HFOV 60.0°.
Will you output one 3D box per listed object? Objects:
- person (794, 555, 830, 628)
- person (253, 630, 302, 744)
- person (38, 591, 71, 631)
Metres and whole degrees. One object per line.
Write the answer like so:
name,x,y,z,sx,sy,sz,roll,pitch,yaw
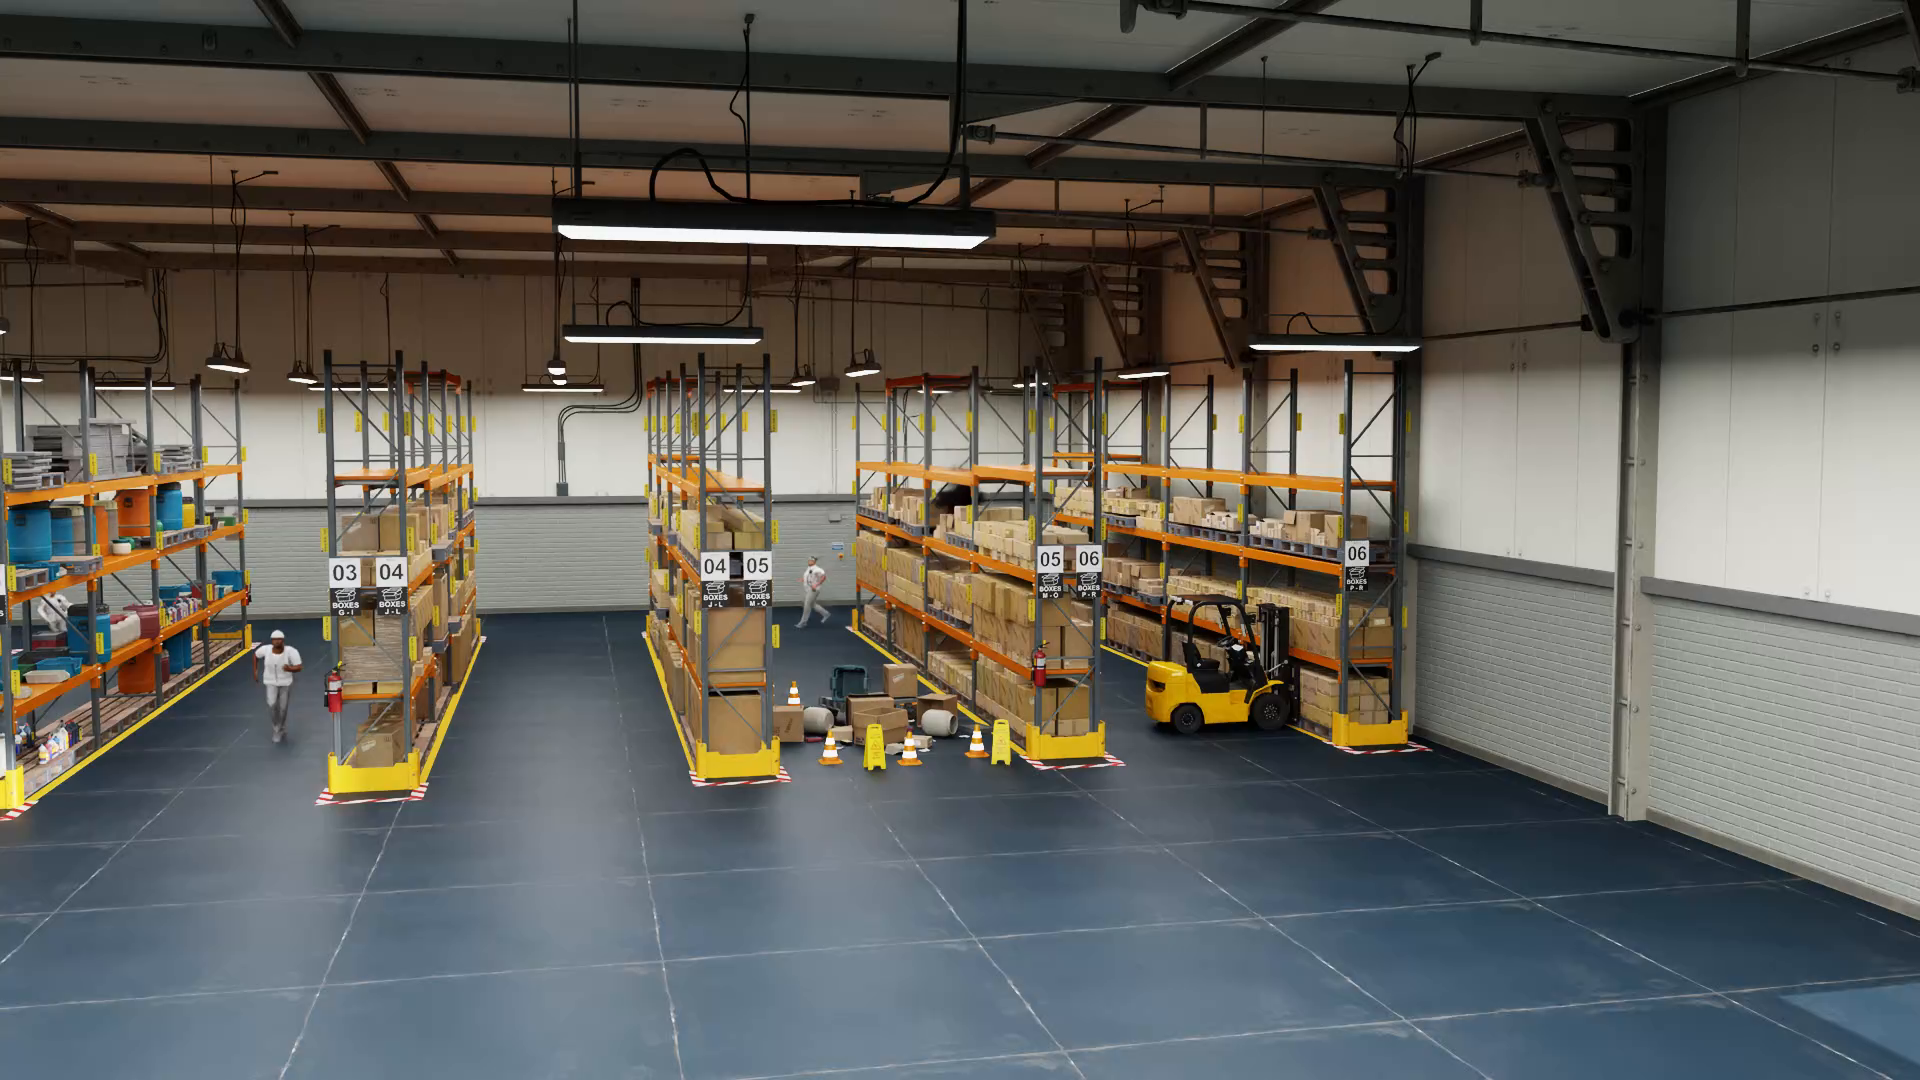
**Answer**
person,-3.640,1.248,41.027,0.973,1.783,0.662,-2,4,-22
person,-10.786,2.302,26.291,0.729,1.785,0.835,-1,4,-19
person,-19.301,1.719,35.489,0.655,1.641,0.602,-2,4,-27
